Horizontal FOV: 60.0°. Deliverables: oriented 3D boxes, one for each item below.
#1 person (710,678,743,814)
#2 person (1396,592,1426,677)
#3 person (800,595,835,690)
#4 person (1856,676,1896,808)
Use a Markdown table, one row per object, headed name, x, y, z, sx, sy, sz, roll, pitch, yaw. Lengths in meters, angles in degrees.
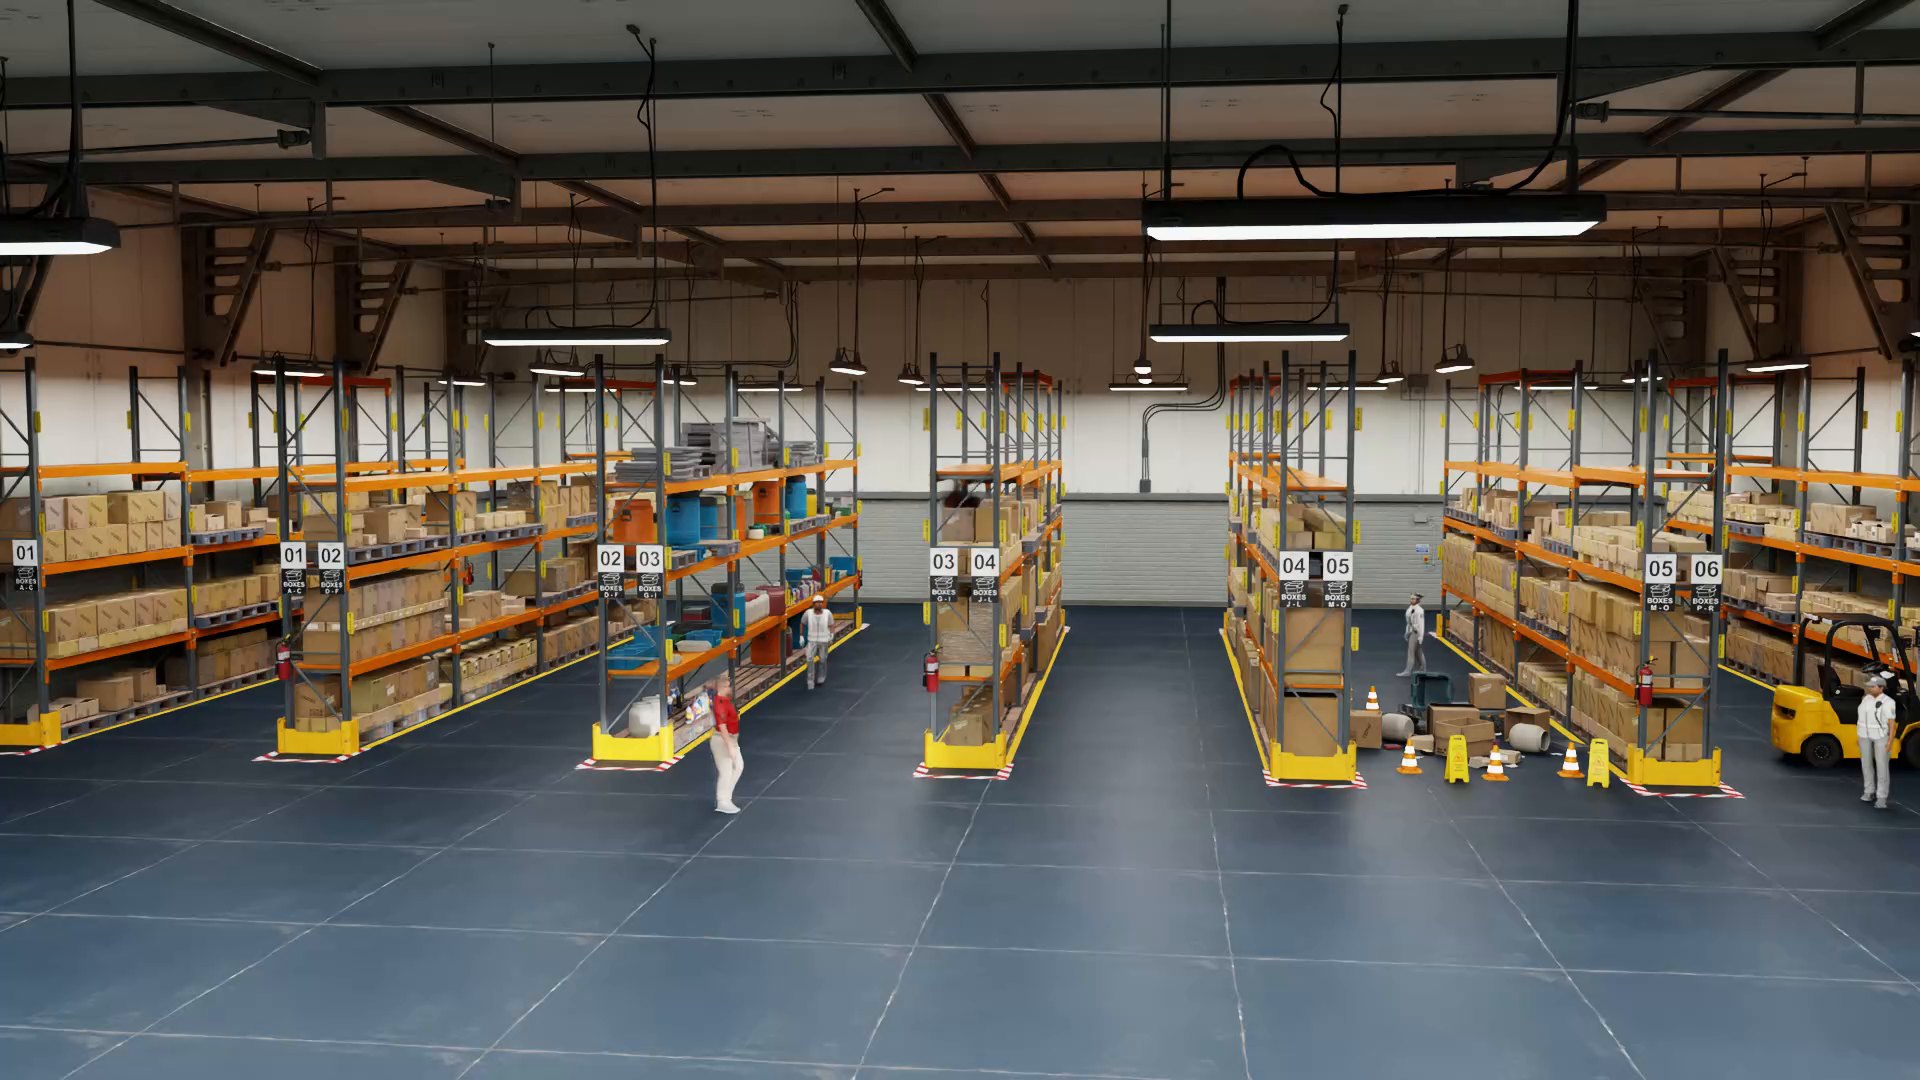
| name | x | y | z | sx | sy | sz | roll | pitch | yaw |
| --- | --- | --- | --- | --- | --- | --- | --- | --- | --- |
| person | -3.008 | 2.662 | 21.431 | 0.422 | 1.784 | 0.592 | 0 | 4 | 6 |
| person | 8.904 | 1.851 | 32.777 | 0.605 | 1.674 | 0.522 | 1 | 4 | 10 |
| person | -2.702 | 1.943 | 31.449 | 0.695 | 1.809 | 0.877 | 0 | 4 | 5 |
| person | 12.017 | 2.632 | 21.887 | 0.540 | 1.675 | 0.522 | -3 | 5 | -36 |
